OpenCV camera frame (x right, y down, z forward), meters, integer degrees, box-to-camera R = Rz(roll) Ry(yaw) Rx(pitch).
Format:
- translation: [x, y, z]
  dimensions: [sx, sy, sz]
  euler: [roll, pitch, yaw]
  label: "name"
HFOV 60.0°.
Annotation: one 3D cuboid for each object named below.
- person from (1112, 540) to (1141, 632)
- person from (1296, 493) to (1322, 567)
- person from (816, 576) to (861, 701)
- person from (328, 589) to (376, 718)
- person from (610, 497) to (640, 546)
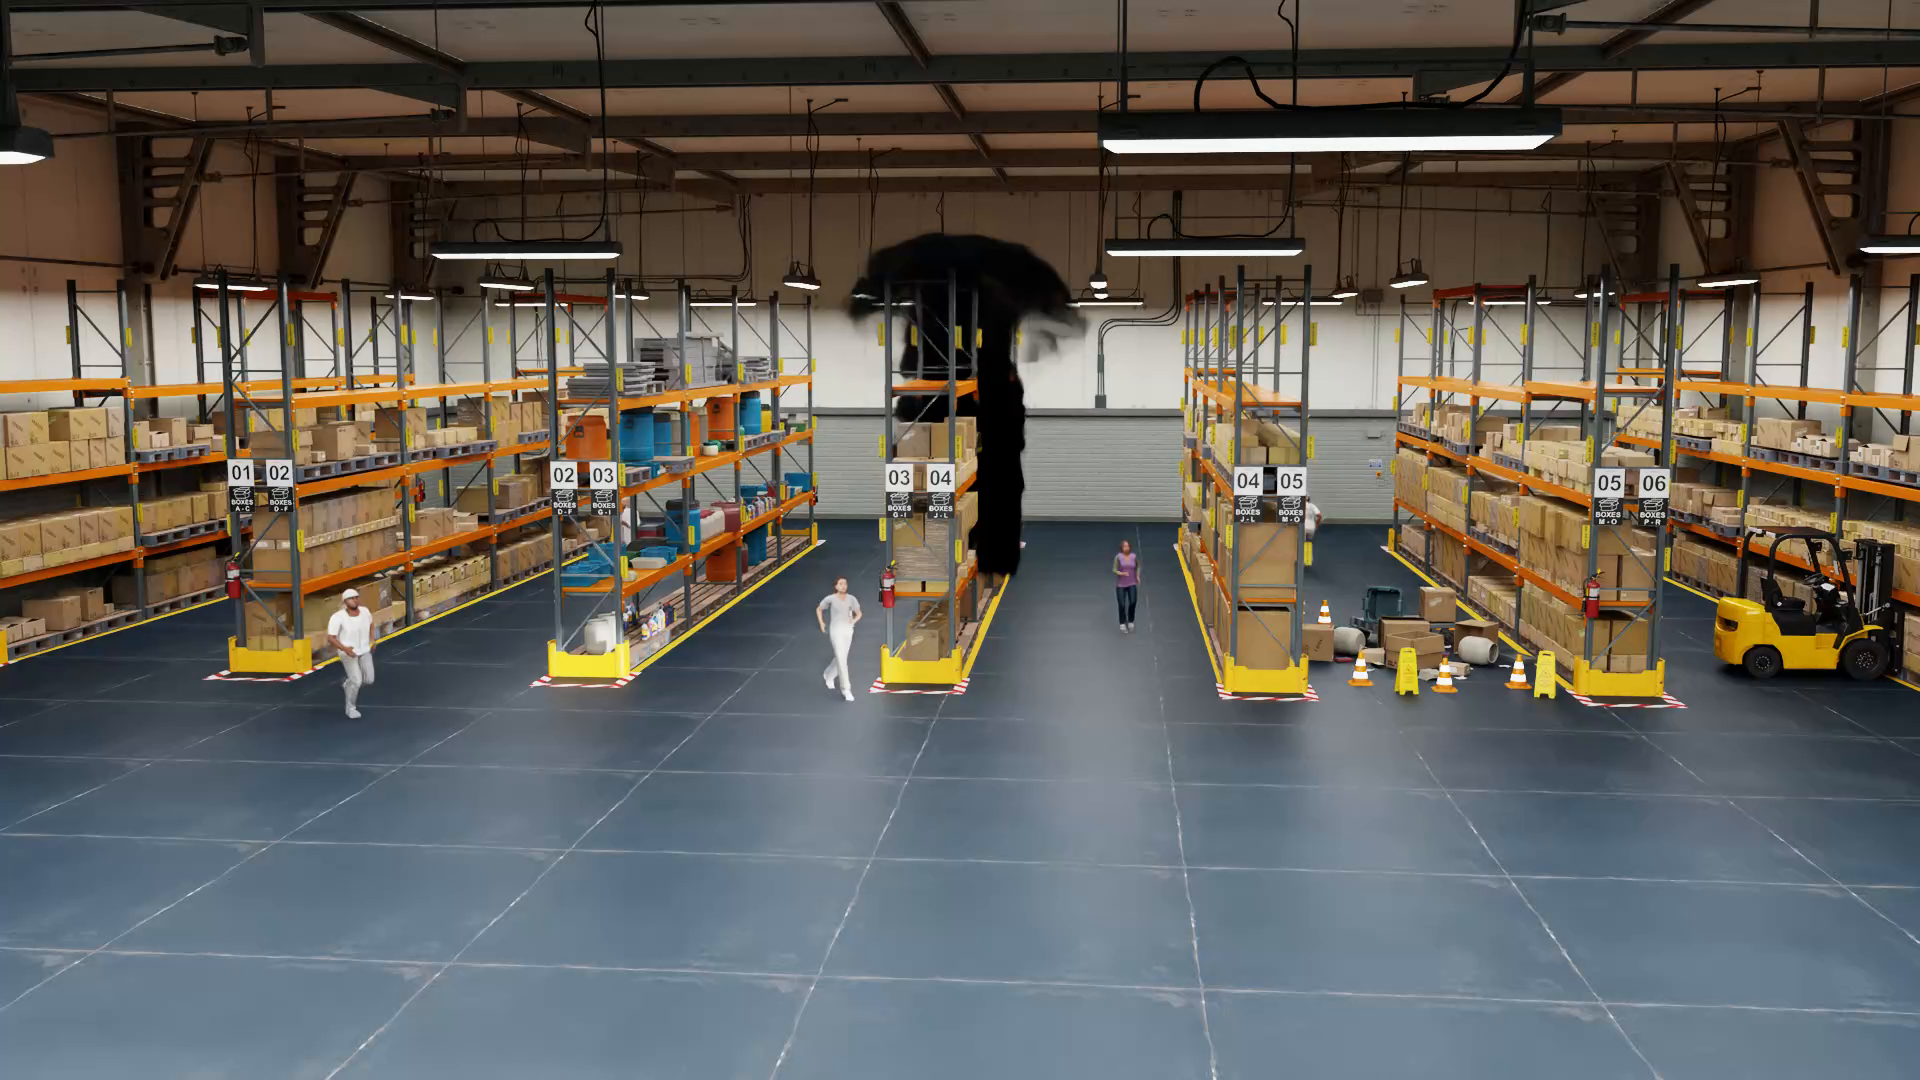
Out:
- translation: [2.832, 0.786, 28.202]
  dimensions: [0.510, 1.578, 0.644]
  euler: [0, 7, -1]
  label: "person"
- translation: [7.502, -0.207, 36.105]
  dimensions: [0.610, 1.644, 0.855]
  euler: [-1, 7, -7]
  label: "person"
- translation: [-1.665, 1.344, 23.341]
  dimensions: [0.616, 1.686, 0.924]
  euler: [-4, 8, -32]
  label: "person"
- translation: [-8.019, 1.489, 22.011]
  dimensions: [0.654, 1.725, 0.718]
  euler: [6, 9, 39]
  label: "person"
- translation: [-6.874, 0.000, 34.123]
  dimensions: [0.672, 1.824, 0.829]
  euler: [1, 7, 7]
  label: "person"
